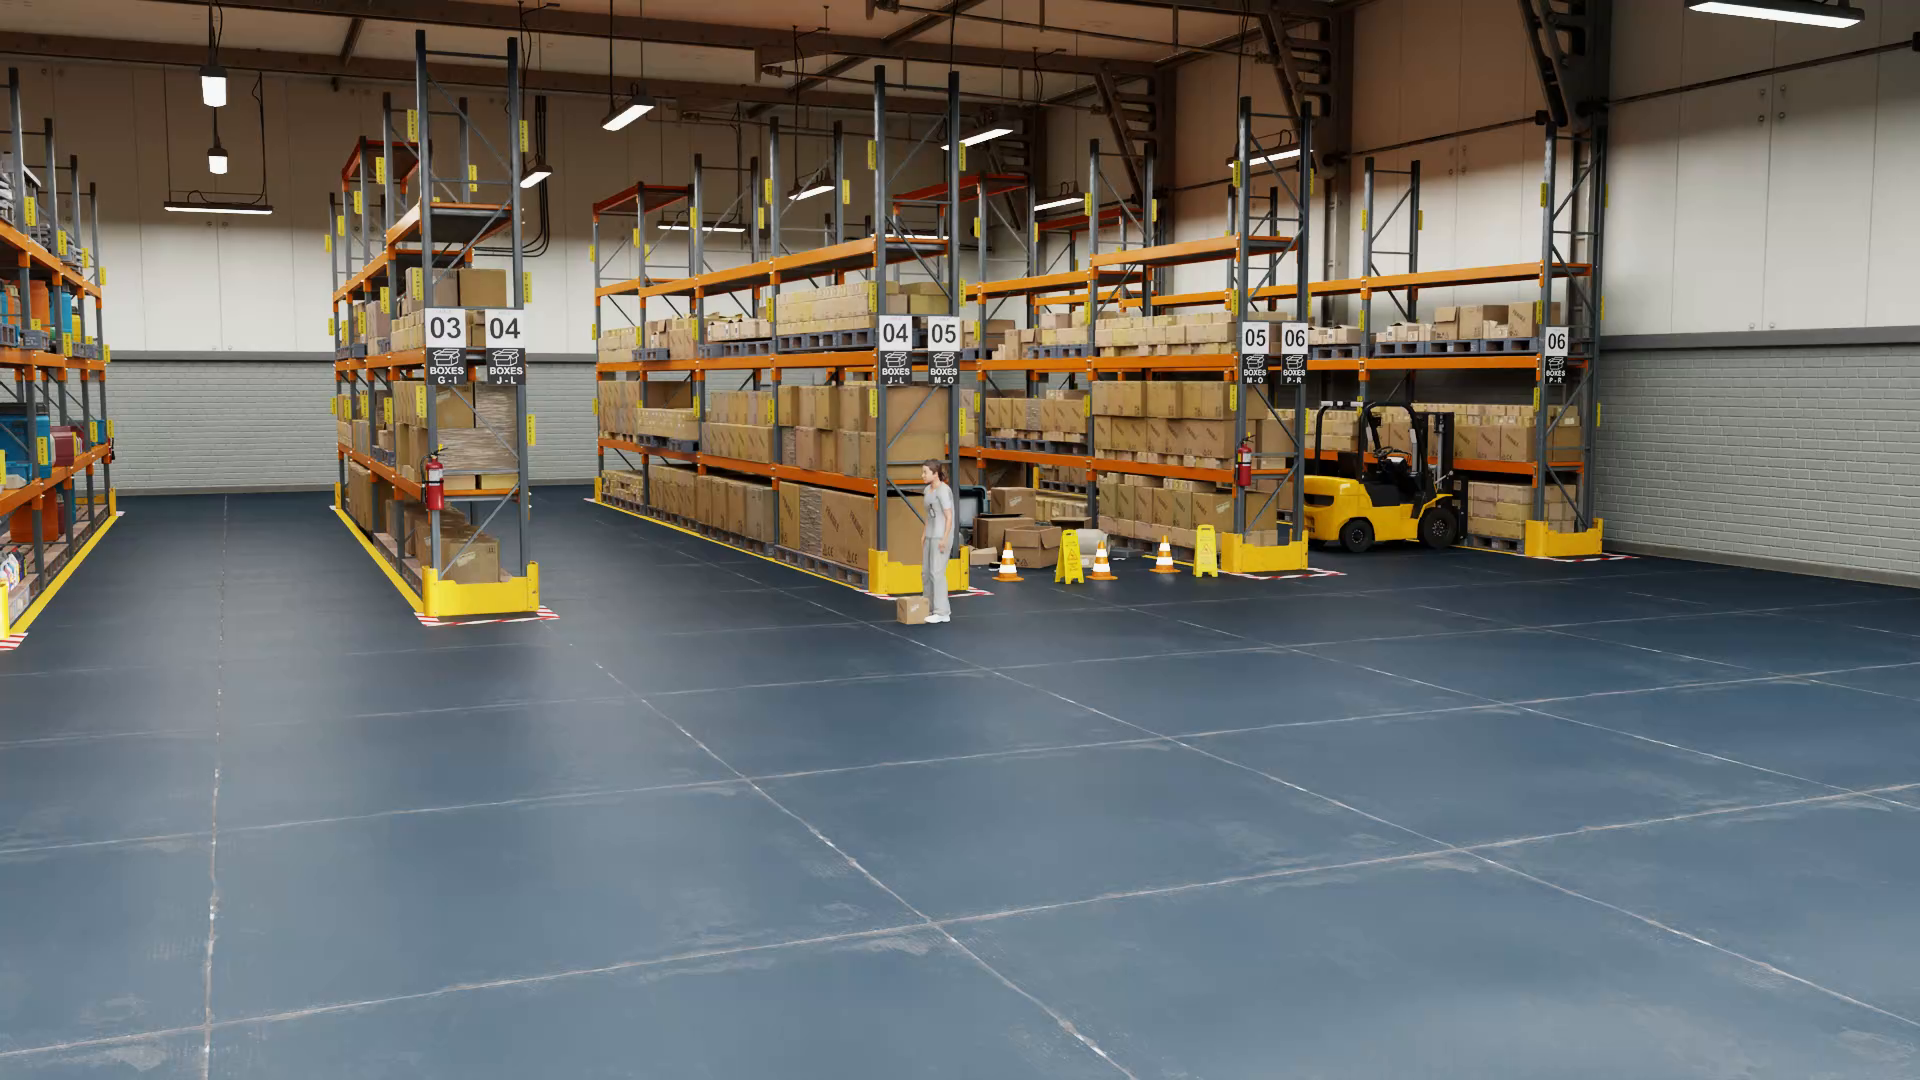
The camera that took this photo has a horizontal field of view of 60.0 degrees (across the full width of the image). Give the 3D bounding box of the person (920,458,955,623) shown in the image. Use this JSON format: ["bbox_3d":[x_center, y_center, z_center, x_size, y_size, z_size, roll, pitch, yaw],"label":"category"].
[{"bbox_3d":[-0.256,-0.003,17.002,0.369,1.671,0.512,-3,6,-27],"label":"person"}]
